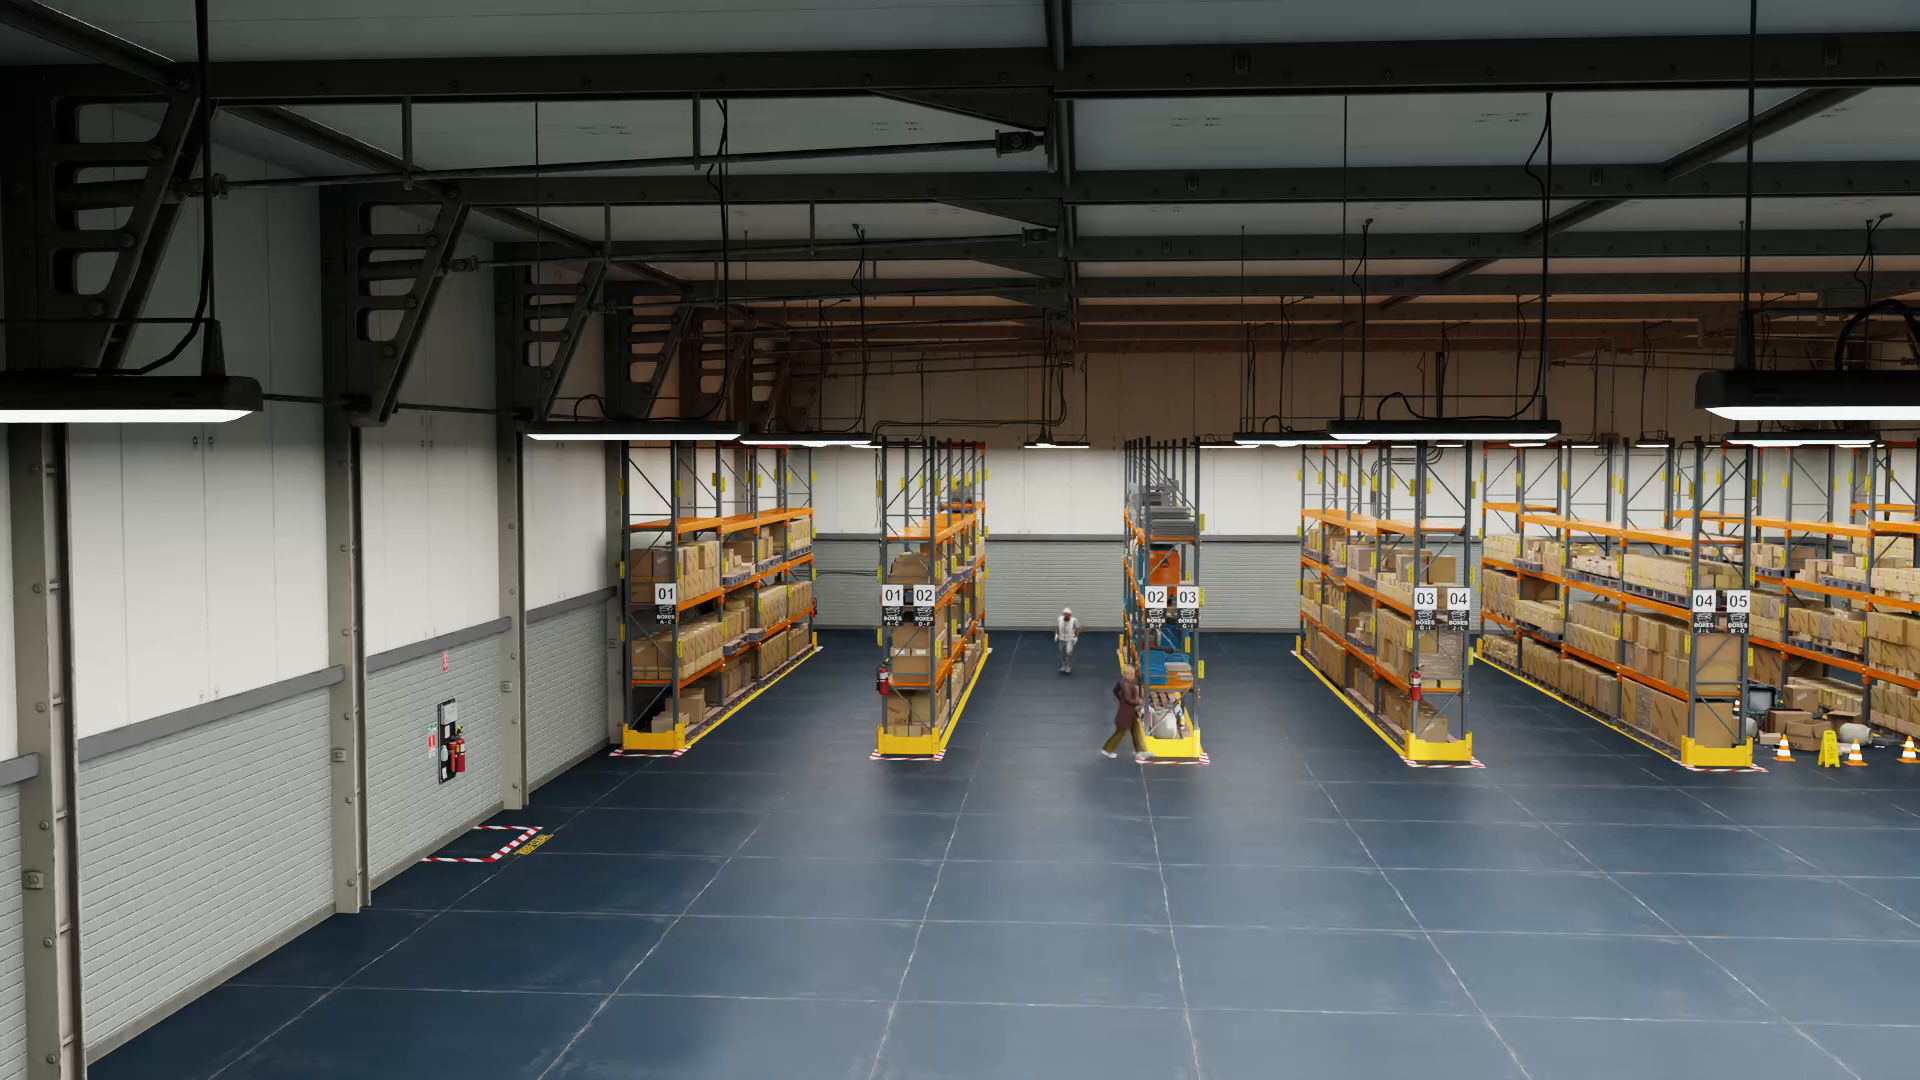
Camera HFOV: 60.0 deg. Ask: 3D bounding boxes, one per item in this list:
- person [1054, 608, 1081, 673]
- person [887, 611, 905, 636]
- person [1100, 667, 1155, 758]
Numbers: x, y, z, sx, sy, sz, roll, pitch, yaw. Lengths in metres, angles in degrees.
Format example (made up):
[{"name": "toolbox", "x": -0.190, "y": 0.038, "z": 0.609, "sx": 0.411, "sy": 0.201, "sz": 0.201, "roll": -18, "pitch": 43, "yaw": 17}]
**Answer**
[{"name": "person", "x": 2.779, "y": 2.577, "z": 42.995, "sx": 0.678, "sy": 1.706, "sz": 0.685, "roll": 1, "pitch": 3, "yaw": 26}, {"name": "person", "x": -1.763, "y": 2.216, "z": 50.596, "sx": 0.996, "sy": 1.695, "sz": 0.696, "roll": 1, "pitch": 3, "yaw": 19}, {"name": "person", "x": 3.067, "y": 3.183, "z": 30.510, "sx": 0.998, "sy": 1.738, "sz": 0.791, "roll": 1, "pitch": 3, "yaw": 10}]
